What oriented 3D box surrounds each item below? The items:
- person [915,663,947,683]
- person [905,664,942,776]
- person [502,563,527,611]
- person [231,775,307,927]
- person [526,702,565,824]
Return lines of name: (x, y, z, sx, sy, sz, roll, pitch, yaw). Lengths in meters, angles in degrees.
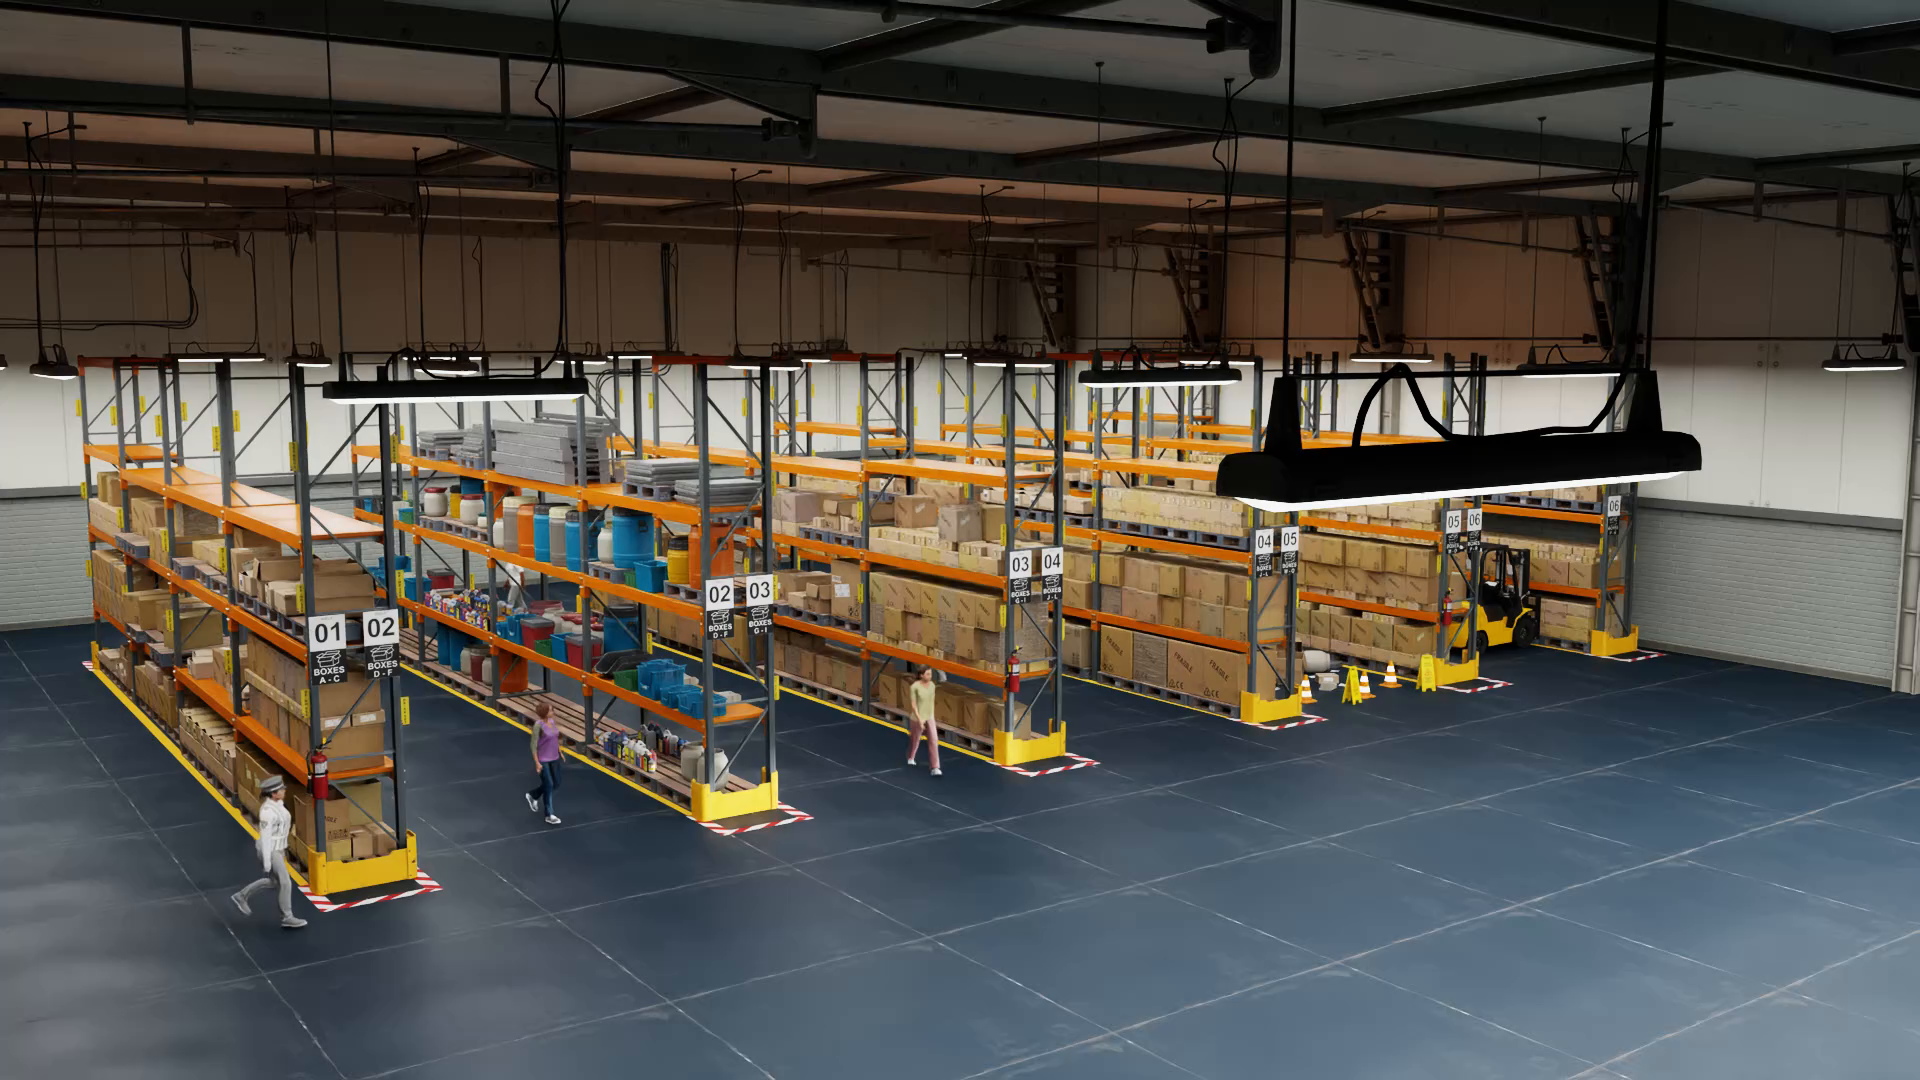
person: (-0.533, 1.910, 29.820, 0.501, 1.610, 1.082, -5, 9, -38)
person: (-0.517, 2.595, 24.249, 0.438, 1.586, 1.123, -3, 7, -22)
person: (-9.876, 1.003, 36.777, 0.673, 1.775, 0.618, -3, 8, -25)
person: (-7.470, 3.339, 17.929, 0.849, 1.635, 0.488, 0, 7, 0)
person: (-5.455, 2.893, 21.867, 0.674, 1.583, 0.543, 4, 8, 29)
